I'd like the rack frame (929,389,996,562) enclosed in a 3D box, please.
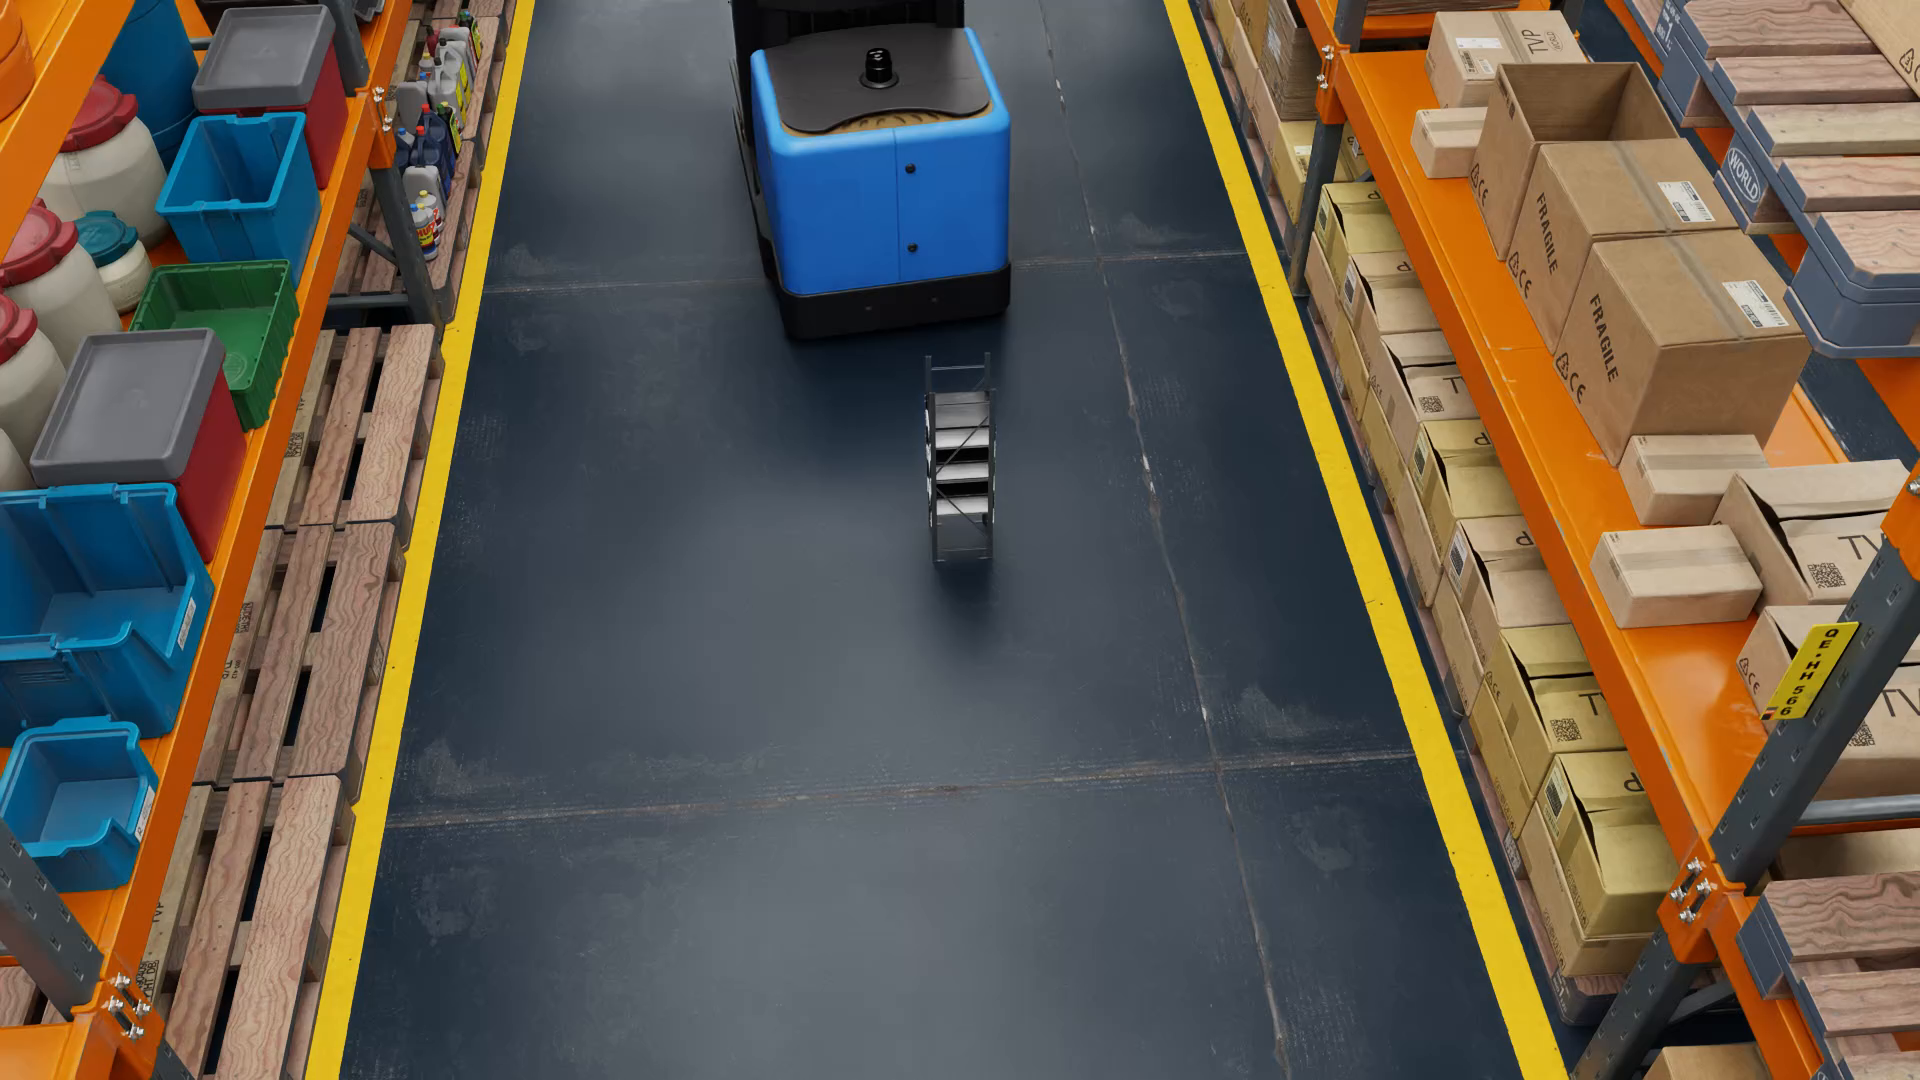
[{"bbox_3d":[0.009,-0.230,6.348,0.240,0.900,0.006,-3,47,-3],"label":"rack frame"}]

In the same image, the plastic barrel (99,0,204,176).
[{"bbox_3d":[-3.146,-1.820,6.062,0.600,0.901,0.708,-3,47,-3],"label":"plastic barrel"}]

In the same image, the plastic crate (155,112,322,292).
[{"bbox_3d":[-2.474,-1.160,5.794,0.392,0.384,0.575,-3,47,-3],"label":"plastic crate"}]

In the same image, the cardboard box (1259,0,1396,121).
[{"bbox_3d":[1.773,-2.385,8.031,0.500,0.500,0.500,-3,47,-3],"label":"cardboard box"}]

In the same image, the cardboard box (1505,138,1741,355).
[{"bbox_3d":[2.194,-0.978,5.541,0.500,0.500,0.500,-3,47,-3],"label":"cardboard box"}]

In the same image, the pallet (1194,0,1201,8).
[{"bbox_3d":[1.831,-3.628,10.040,1.003,0.211,1.213,-3,47,-3],"label":"pallet"}]

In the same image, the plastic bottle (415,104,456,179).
[{"bbox_3d":[-2.546,-1.931,8.035,0.144,0.351,0.185,-5,47,-5],"label":"plastic bottle"}]

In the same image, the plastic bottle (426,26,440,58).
[{"bbox_3d":[-2.732,-2.563,8.680,0.061,0.283,0.133,-3,47,-3],"label":"plastic bottle"}]

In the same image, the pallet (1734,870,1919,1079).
[{"bbox_3d":[2.522,1.203,3.677,1.213,0.211,1.003,-3,47,-3],"label":"pallet"}]

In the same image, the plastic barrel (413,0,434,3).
[{"bbox_3d":[-3.038,-3.294,9.228,0.421,0.512,0.421,0,47,0],"label":"plastic barrel"}]

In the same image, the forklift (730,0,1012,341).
[{"bbox_3d":[-0.567,-2.994,7.567,1.130,2.935,3.031,-9,47,-8],"label":"forklift"}]

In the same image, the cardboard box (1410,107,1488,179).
[{"bbox_3d":[1.931,-1.504,6.281,0.380,0.149,0.250,-3,47,-3],"label":"cardboard box"}]

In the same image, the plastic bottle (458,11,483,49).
[{"bbox_3d":[-2.620,-2.726,8.890,0.097,0.201,0.097,0,47,0],"label":"plastic bottle"}]

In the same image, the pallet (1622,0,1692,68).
[{"bbox_3d":[2.153,-1.610,4.273,1.003,0.211,1.213,-2,47,-1],"label":"pallet"}]

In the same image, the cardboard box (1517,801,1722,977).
[{"bbox_3d":[2.108,1.086,5.260,0.500,0.250,0.500,-2,47,-2],"label":"cardboard box"}]

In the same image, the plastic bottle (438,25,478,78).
[{"bbox_3d":[-2.626,-2.568,8.689,0.152,0.276,0.135,-3,47,-3],"label":"plastic bottle"}]

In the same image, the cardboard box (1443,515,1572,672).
[{"bbox_3d":[2.016,0.154,5.757,0.500,0.311,0.500,-4,47,-4],"label":"cardboard box"}]

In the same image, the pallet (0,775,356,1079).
[{"bbox_3d":[-2.567,1.345,5.331,1.003,0.211,1.213,-3,47,-3],"label":"pallet"}]

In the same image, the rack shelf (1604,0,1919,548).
[{"bbox_3d":[2.228,-1.581,4.610,1.077,0.370,4.000,-3,47,-3],"label":"rack shelf"}]

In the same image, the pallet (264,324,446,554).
[{"bbox_3d":[-2.772,-0.420,7.003,1.003,0.211,1.213,-3,47,-3],"label":"pallet"}]

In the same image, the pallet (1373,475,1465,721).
[{"bbox_3d":[2.266,0.131,6.481,1.003,0.211,1.213,-3,47,-3],"label":"pallet"}]

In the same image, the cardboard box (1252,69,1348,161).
[{"bbox_3d":[1.772,-2.127,8.303,0.500,0.250,0.500,-3,47,-3],"label":"cardboard box"}]

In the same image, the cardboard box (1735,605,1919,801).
[{"bbox_3d":[2.408,0.415,4.352,0.500,0.311,0.500,-1,47,-1],"label":"cardboard box"}]

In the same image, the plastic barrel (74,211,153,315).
[{"bbox_3d":[-2.918,-0.931,5.661,0.301,0.262,0.301,0,47,0],"label":"plastic barrel"}]

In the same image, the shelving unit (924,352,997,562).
[{"bbox_3d":[0.001,-0.304,6.418,0.258,0.900,0.210,-3,47,-3],"label":"shelving unit"}]

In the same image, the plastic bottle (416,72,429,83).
[{"bbox_3d":[-2.714,-2.283,8.471,0.097,0.201,0.097,0,47,0],"label":"plastic bottle"}]

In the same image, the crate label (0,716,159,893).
[{"bbox_3d":[-2.203,0.679,4.156,0.303,0.233,0.416,-3,47,-3],"label":"crate label"}]

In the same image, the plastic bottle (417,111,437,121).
[{"bbox_3d":[-2.595,-2.008,8.162,0.097,0.271,0.097,0,47,0],"label":"plastic bottle"}]

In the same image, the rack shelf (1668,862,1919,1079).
[{"bbox_3d":[2.563,2.345,2.959,1.077,0.370,4.000,-3,47,-3],"label":"rack shelf"}]

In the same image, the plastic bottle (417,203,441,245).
[{"bbox_3d":[-2.474,-1.465,7.696,0.097,0.201,0.097,0,47,0],"label":"plastic bottle"}]

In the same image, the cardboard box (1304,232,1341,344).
[{"bbox_3d":[1.847,-1.135,7.364,0.500,0.250,0.500,-5,47,-4],"label":"cardboard box"}]

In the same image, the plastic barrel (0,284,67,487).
[{"bbox_3d":[-2.917,-0.442,5.009,0.433,0.535,0.433,0,47,0],"label":"plastic barrel"}]

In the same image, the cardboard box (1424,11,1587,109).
[{"bbox_3d":[2.145,-1.838,6.528,0.500,0.250,0.500,-1,47,-1],"label":"cardboard box"}]

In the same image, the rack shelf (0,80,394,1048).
[{"bbox_3d":[-2.709,-0.251,5.417,1.077,0.370,4.000,-3,47,-3],"label":"rack shelf"}]

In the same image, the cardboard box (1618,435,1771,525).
[{"bbox_3d":[2.232,-0.182,5.030,0.380,0.149,0.250,0,47,0],"label":"cardboard box"}]

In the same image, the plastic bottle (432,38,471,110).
[{"bbox_3d":[-2.597,-2.373,8.453,0.144,0.351,0.185,-2,47,-2],"label":"plastic bottle"}]

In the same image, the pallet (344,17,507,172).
[{"bbox_3d":[-2.996,-2.359,8.839,1.003,0.211,1.213,-3,47,-3],"label":"pallet"}]

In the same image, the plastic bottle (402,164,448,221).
[{"bbox_3d":[-2.520,-1.649,7.819,0.152,0.276,0.135,-2,47,-2],"label":"plastic bottle"}]

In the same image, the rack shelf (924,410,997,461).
[{"bbox_3d":[0.001,-0.404,6.311,0.258,0.077,0.200,-3,47,-3],"label":"rack shelf"}]

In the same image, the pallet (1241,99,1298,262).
[{"bbox_3d":[2.035,-1.863,8.369,1.003,0.211,1.213,-3,47,-3],"label":"pallet"}]

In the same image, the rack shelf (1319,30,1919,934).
[{"bbox_3d":[2.228,-0.549,5.700,1.077,0.370,4.000,-3,47,-3],"label":"rack shelf"}]

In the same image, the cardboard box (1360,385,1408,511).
[{"bbox_3d":[1.935,-0.391,6.659,0.500,0.250,0.500,-5,47,-5],"label":"cardboard box"}]

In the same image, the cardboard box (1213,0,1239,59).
[{"bbox_3d":[1.673,-2.850,8.987,0.500,0.250,0.500,-3,47,-3],"label":"cardboard box"}]

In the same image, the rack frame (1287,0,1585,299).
[{"bbox_3d":[2.060,-2.243,6.809,1.000,3.000,0.127,-3,47,-3],"label":"rack frame"}]

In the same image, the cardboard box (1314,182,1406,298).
[{"bbox_3d":[1.847,-1.321,7.153,0.500,0.311,0.500,-3,47,-3],"label":"cardboard box"}]

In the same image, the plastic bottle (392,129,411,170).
[{"bbox_3d":[-2.674,-1.786,7.897,0.144,0.351,0.185,-3,47,-3],"label":"plastic bottle"}]

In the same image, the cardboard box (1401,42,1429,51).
[{"bbox_3d":[2.333,-2.055,7.718,0.500,0.500,0.500,-3,47,-3],"label":"cardboard box"}]

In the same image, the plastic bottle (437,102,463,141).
[{"bbox_3d":[-2.546,-2.086,8.284,0.097,0.201,0.097,0,47,0],"label":"plastic bottle"}]

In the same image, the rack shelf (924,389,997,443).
[{"bbox_3d":[0.001,-0.466,6.246,0.258,0.077,0.200,-3,47,-3],"label":"rack shelf"}]

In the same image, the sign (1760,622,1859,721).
[{"bbox_3d":[1.842,0.289,3.613,0.100,0.325,0.005,-3,47,-3],"label":"sign"}]

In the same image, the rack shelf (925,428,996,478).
[{"bbox_3d":[0.001,-0.343,6.377,0.258,0.077,0.200,-3,47,-3],"label":"rack shelf"}]

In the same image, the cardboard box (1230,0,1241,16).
[{"bbox_3d":[1.672,-3.107,8.715,0.500,0.500,0.500,-3,47,-3],"label":"cardboard box"}]

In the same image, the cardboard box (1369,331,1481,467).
[{"bbox_3d":[1.928,-0.584,6.456,0.500,0.311,0.500,-5,47,-5],"label":"cardboard box"}]

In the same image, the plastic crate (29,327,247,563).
[{"bbox_3d":[-2.371,-0.261,4.887,0.402,0.464,0.583,-3,47,-3],"label":"plastic crate"}]

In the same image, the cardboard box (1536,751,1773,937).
[{"bbox_3d":[2.106,0.895,5.055,0.500,0.311,0.500,-2,47,-2],"label":"cardboard box"}]

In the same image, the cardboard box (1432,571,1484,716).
[{"bbox_3d":[2.022,0.349,5.958,0.500,0.250,0.500,-3,47,-2],"label":"cardboard box"}]
